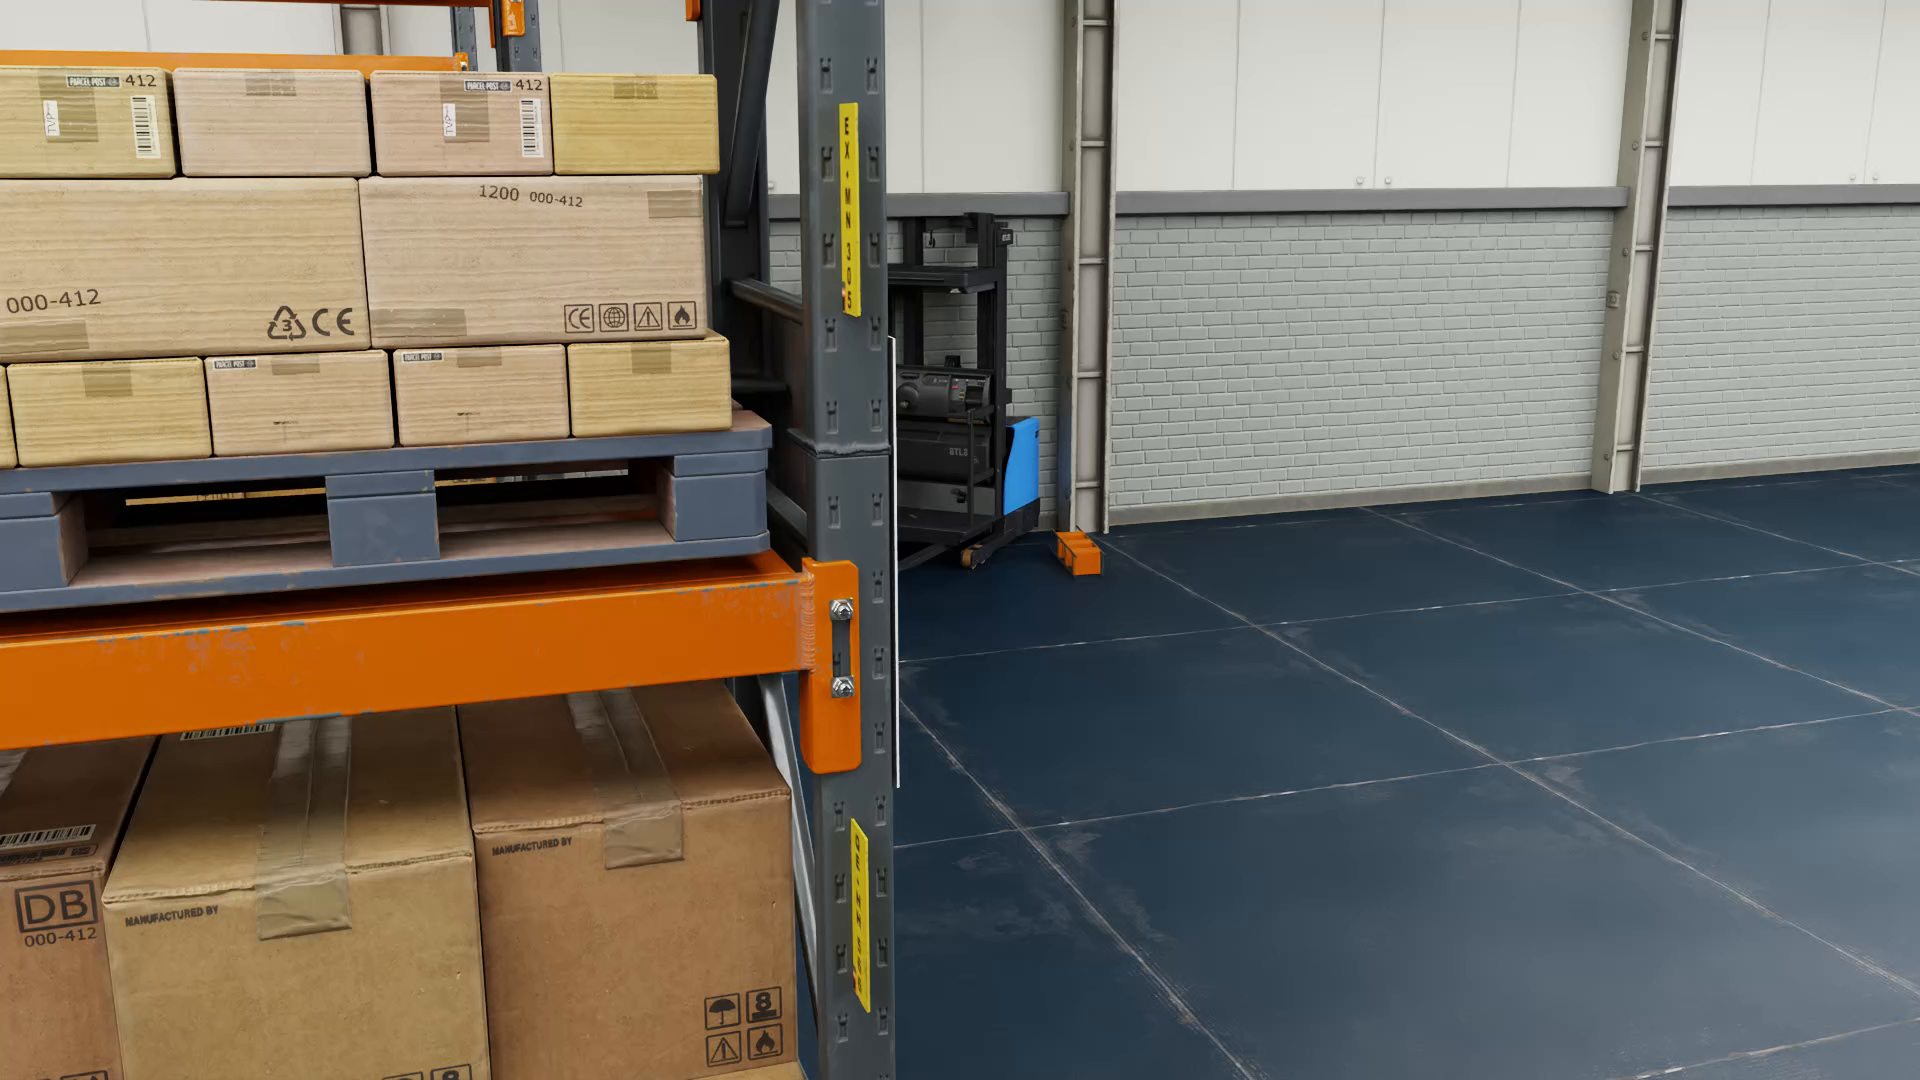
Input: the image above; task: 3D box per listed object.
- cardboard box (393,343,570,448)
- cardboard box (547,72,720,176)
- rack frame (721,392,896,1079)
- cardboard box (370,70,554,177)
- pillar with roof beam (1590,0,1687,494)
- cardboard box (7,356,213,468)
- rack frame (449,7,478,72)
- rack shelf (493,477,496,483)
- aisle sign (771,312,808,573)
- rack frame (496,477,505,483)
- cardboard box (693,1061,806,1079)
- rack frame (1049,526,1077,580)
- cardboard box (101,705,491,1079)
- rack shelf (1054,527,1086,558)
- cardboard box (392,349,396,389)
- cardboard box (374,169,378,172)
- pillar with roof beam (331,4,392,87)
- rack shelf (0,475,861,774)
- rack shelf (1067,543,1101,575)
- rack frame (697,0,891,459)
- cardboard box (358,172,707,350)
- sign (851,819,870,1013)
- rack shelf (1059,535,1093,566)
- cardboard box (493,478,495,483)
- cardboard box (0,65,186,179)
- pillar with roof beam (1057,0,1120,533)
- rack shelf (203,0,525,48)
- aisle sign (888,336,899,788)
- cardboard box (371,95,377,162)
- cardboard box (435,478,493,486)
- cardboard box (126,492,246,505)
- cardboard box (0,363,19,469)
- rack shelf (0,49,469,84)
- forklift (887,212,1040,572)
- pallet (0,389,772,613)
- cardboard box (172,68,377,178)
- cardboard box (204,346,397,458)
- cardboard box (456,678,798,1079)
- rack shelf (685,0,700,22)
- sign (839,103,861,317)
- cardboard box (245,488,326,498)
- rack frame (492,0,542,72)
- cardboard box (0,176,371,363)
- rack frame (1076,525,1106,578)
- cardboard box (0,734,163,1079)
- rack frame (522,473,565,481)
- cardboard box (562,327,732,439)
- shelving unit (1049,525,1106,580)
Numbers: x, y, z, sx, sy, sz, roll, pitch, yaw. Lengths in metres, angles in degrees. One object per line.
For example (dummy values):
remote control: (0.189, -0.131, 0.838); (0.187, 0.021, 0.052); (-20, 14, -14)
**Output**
cardboard box: (-0.780, -0.260, 2.692); (0.250, 0.149, 0.380); (-4, 14, -18)
cardboard box: (-0.545, -0.666, 2.676); (0.250, 0.149, 0.380); (-4, 14, -18)
rack frame: (-0.334, 1.212, 3.564); (0.127, 3.000, 1.000); (-4, 14, -18)
cardboard box: (-0.782, -0.648, 2.599); (0.250, 0.149, 0.380); (-4, 14, -18)
pillar with roof beam: (8.204, -3.960, 12.347); (0.400, 9.000, 9.100); (-4, 14, -18)
cardboard box: (-1.263, -0.223, 2.534); (0.250, 0.149, 0.380); (-4, 14, -18)
rack frame: (-3.595, -3.873, 11.978); (0.127, 3.000, 1.000); (-4, 14, -18)
rack shelf: (-5.491, -0.457, 12.135); (4.000, 0.370, 1.077); (-4, 14, -18)
aisle sign: (-0.363, -0.123, 3.561); (0.004, 0.787, 0.394); (-4, 14, -18)
rack frame: (-3.595, -0.954, 12.672); (0.127, 3.000, 1.000); (-4, 14, -18)
cardboard box: (-0.671, 1.177, 3.389); (0.550, 0.550, 0.875); (-4, 14, -18)
rack frame: (0.876, 0.103, 14.214); (0.008, 0.200, 1.050); (-3, 15, -9)
cardboard box: (-1.190, 0.694, 3.086); (0.550, 0.550, 0.875); (-4, 14, -18)
rack shelf: (0.950, 0.026, 14.509); (0.240, 0.215, 0.259); (-3, 15, -9)
cardboard box: (-1.003, -0.404, 3.295); (0.250, 0.149, 0.380); (-4, 14, -18)
cardboard box: (-0.873, -0.592, 3.226); (0.500, 0.250, 0.500); (-4, 14, -18)
pillar with roof beam: (-3.170, -3.075, 8.623); (0.400, 9.000, 9.100); (-4, 14, -18)
rack shelf: (-2.230, 0.251, 2.679); (4.000, 0.370, 1.077); (-4, 14, -18)
rack shelf: (1.040, 0.163, 13.972); (0.240, 0.215, 0.259); (-3, 15, -9)
rack frame: (-0.334, -1.706, 2.869); (0.127, 3.000, 1.000); (-4, 14, -18)
cardboard box: (-0.709, -0.474, 2.730); (0.500, 0.250, 0.500); (-4, 14, -17)
sign: (-0.174, 0.654, 2.898); (0.005, 0.325, 0.100); (-4, 14, -18)
rack shelf: (0.995, 0.094, 14.243); (0.240, 0.215, 0.259); (-3, 15, -9)
cardboard box: (-2.546, -0.085, 8.159); (0.500, 0.500, 0.500); (-5, 14, -19)
cardboard box: (-1.270, -0.610, 2.438); (0.250, 0.149, 0.380); (-4, 14, -17)
pillar with roof beam: (2.517, -3.518, 10.485); (0.400, 9.000, 9.100); (-4, 14, -18)
rack shelf: (-3.904, -2.285, 6.865); (4.000, 0.370, 1.077); (-4, 14, -18)
aisle sign: (-0.171, 0.008, 3.008); (0.004, 0.787, 0.394); (-4, 14, -18)
cardboard box: (-1.232, -0.773, 3.126); (0.250, 0.149, 0.380); (-5, 14, -19)
cardboard box: (-2.423, -0.460, 7.575); (0.500, 0.500, 0.700); (-5, 14, -19)
cardboard box: (-3.356, -0.364, 7.172); (0.500, 0.500, 0.700); (-5, 14, -19)
cardboard box: (-1.506, -0.204, 2.454); (0.250, 0.149, 0.380); (-5, 14, -19)
rack shelf: (-5.491, -3.181, 11.487); (4.000, 0.370, 1.077); (-4, 14, -18)
forklift: (-0.256, -1.293, 14.245); (1.130, 2.935, 3.031); (6, 15, 23)
pallet: (-1.034, -0.147, 2.987); (1.213, 0.211, 1.003); (-4, 14, -18)
cardboard box: (-1.025, -0.629, 2.520); (0.250, 0.149, 0.380); (-4, 14, -17)
cardboard box: (-1.023, -0.241, 2.612); (0.250, 0.149, 0.380); (-4, 14, -17)
cardboard box: (-0.698, 0.633, 3.342); (0.550, 0.550, 0.875); (-4, 14, -18)
rack shelf: (-2.230, -1.014, 2.378); (4.000, 0.370, 1.077); (-4, 14, -18)
sign: (-0.174, -0.519, 2.618); (0.005, 0.325, 0.100); (-4, 14, -18)
cardboard box: (-2.905, -0.424, 7.425); (0.500, 0.500, 0.700); (-4, 14, -18)
rack frame: (-2.009, -2.784, 7.402); (0.127, 3.000, 1.000); (-4, 14, -18)
cardboard box: (-1.183, -0.437, 2.575); (0.500, 0.250, 0.500); (-4, 14, -18)
rack frame: (1.117, 0.090, 14.251); (0.008, 0.200, 1.050); (-3, 15, -9)
cardboard box: (-1.764, 0.705, 3.038); (0.550, 0.550, 0.875); (-4, 14, -18)
rack frame: (-2.009, 0.134, 8.096); (0.127, 3.000, 1.000); (-4, 14, -18)
cardboard box: (-0.541, -0.279, 2.770); (0.250, 0.149, 0.380); (-4, 14, -18)
shelving unit: (0.996, 0.096, 14.233); (0.252, 0.215, 1.050); (-3, 15, -9)
